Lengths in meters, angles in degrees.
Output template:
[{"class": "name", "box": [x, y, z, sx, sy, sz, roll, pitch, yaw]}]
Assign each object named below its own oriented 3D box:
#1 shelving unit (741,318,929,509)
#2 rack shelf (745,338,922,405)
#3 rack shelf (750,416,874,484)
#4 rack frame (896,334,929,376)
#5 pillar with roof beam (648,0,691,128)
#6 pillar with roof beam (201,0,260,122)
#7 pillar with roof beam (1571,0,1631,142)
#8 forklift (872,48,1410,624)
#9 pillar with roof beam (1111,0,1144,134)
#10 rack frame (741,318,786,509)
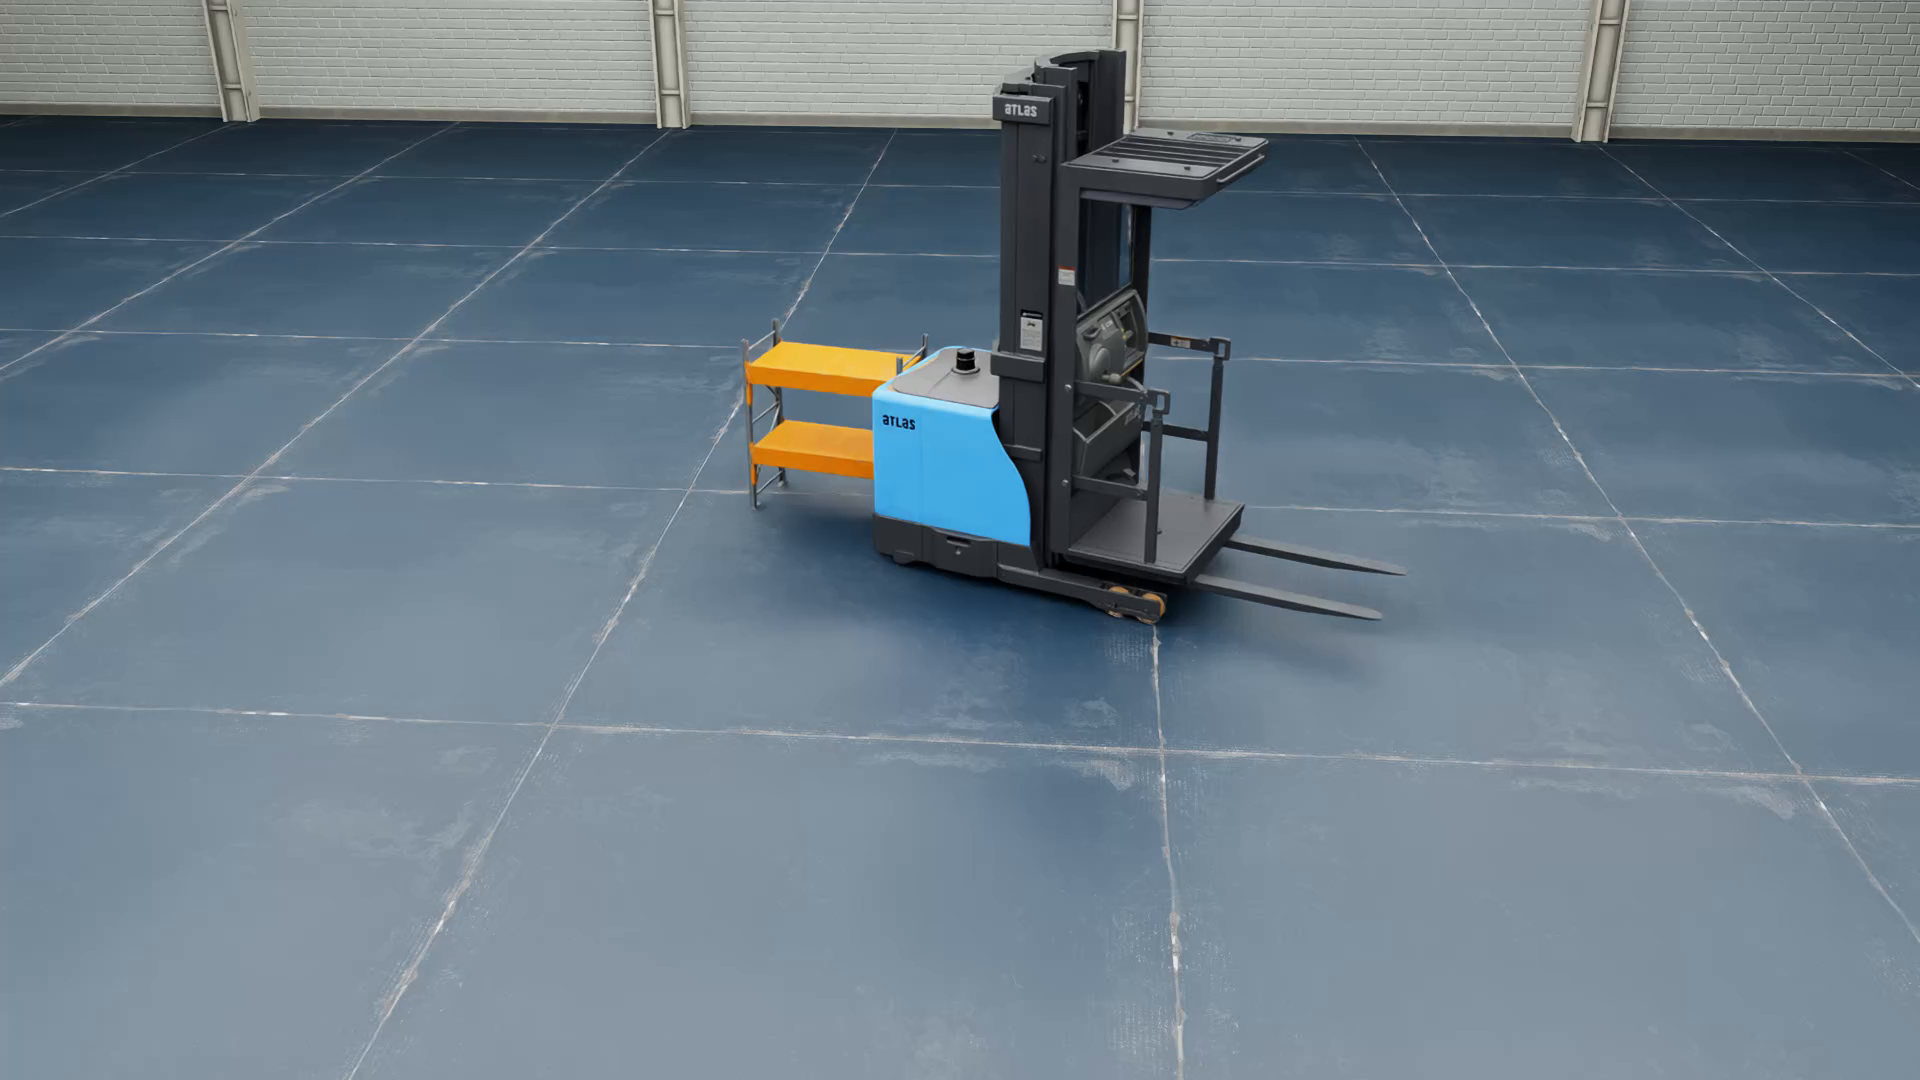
[{"class": "shelving unit", "box": [-0.772, -0.741, 10.514, 1.048, 1.125, 0.538, 8, 26, 17]}, {"class": "rack shelf", "box": [-0.772, -1.007, 10.392, 1.000, 0.278, 0.538, 8, 26, 17]}, {"class": "rack shelf", "box": [-0.772, -0.519, 10.616, 1.000, 0.278, 0.538, 8, 26, 17]}, {"class": "rack frame", "box": [-0.290, -0.673, 10.367, 0.032, 1.125, 0.500, 8, 26, 17]}, {"class": "pillar with roof beam", "box": [-4.164, -7.853, 16.551, 0.400, 9.000, 9.100, 2, 25, 4]}, {"class": "pillar with roof beam", "box": [-10.146, -8.045, 16.969, 0.400, 9.000, 9.100, 2, 25, 4]}, {"class": "pillar with roof beam", "box": [7.801, -7.469, 15.717, 0.400, 9.000, 9.100, 2, 25, 4]}, {"class": "forklift", "box": [1.028, -1.119, 9.175, 3.031, 2.935, 1.130, 12, 27, 24]}, {"class": "pillar with roof beam", "box": [1.819, -7.661, 16.134, 0.400, 9.000, 9.100, 2, 25, 4]}, {"class": "rack frame", "box": [-1.254, -0.808, 10.661, 0.032, 1.125, 0.500, 8, 26, 17]}]
